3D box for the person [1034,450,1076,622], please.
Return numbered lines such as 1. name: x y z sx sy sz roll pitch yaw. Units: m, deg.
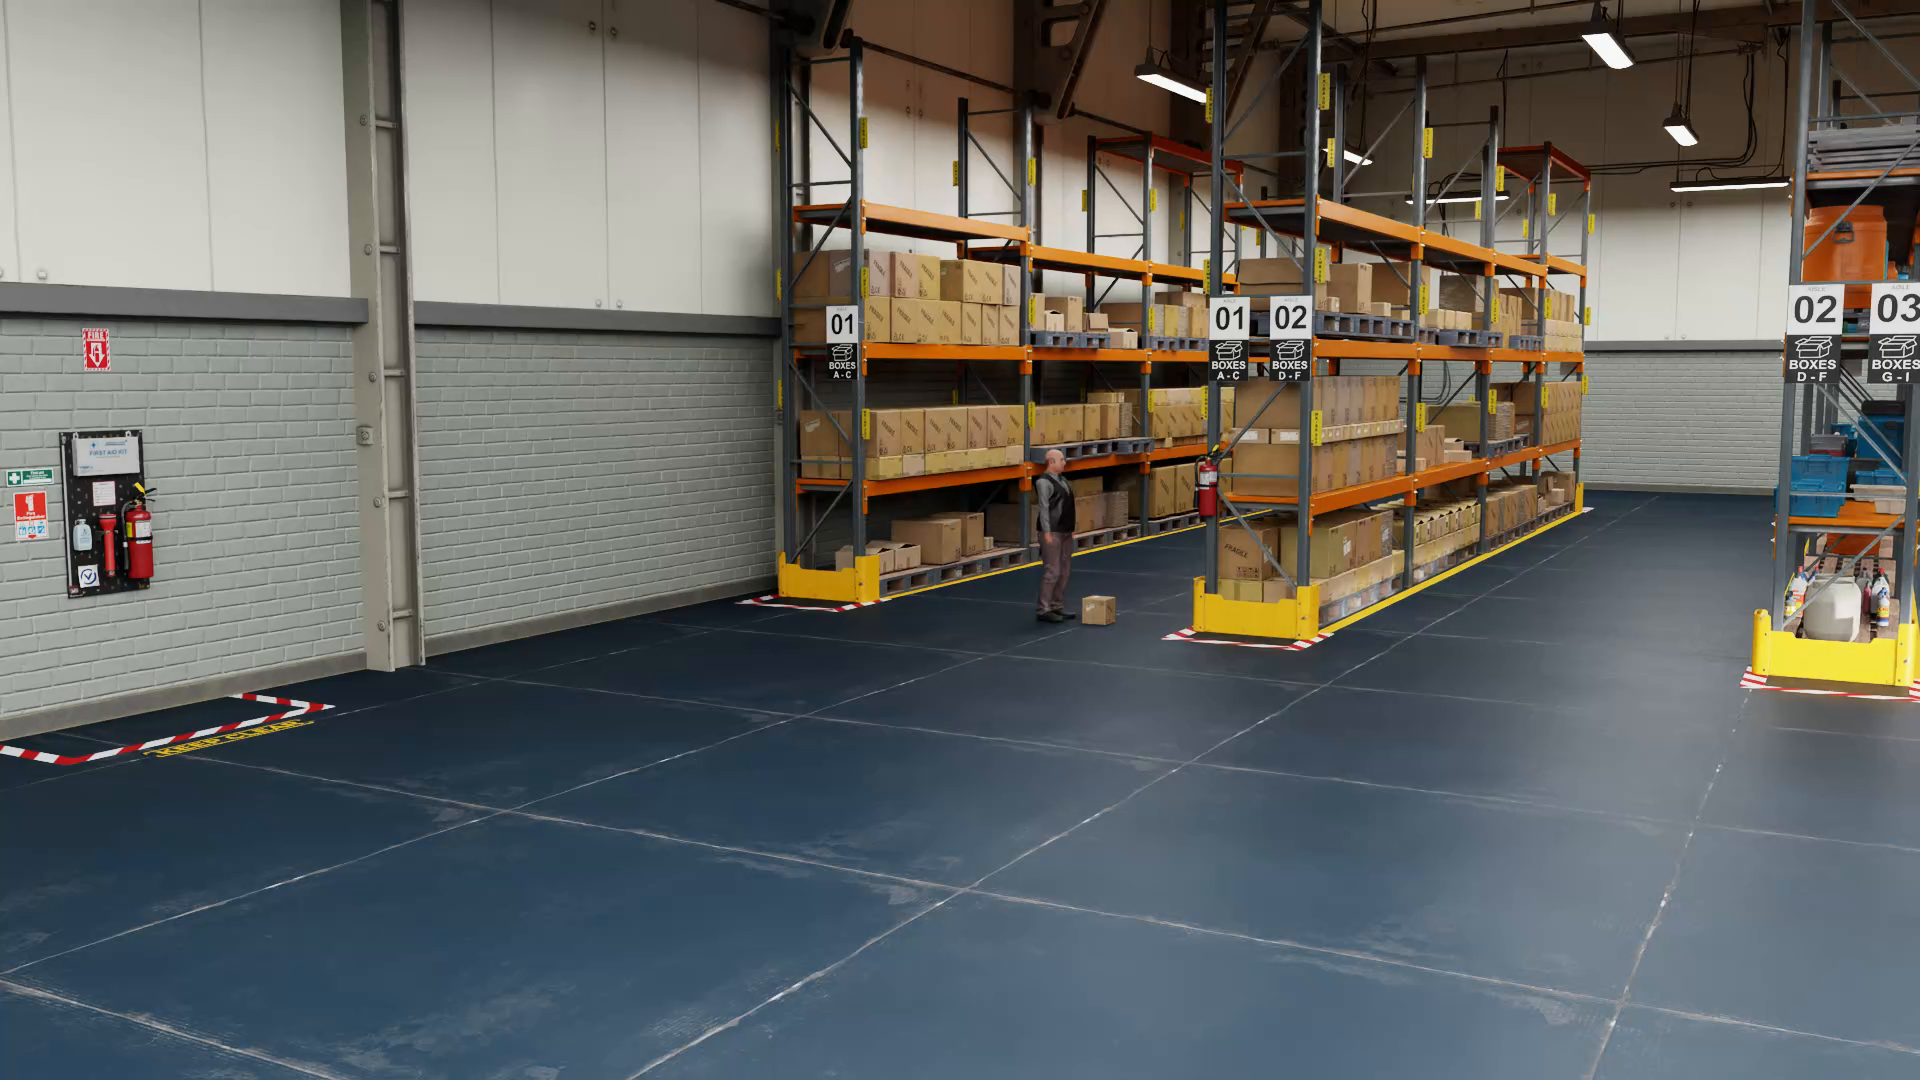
1. person: 0.974 -0.054 16.789 0.359 1.717 0.530 3 7 30
